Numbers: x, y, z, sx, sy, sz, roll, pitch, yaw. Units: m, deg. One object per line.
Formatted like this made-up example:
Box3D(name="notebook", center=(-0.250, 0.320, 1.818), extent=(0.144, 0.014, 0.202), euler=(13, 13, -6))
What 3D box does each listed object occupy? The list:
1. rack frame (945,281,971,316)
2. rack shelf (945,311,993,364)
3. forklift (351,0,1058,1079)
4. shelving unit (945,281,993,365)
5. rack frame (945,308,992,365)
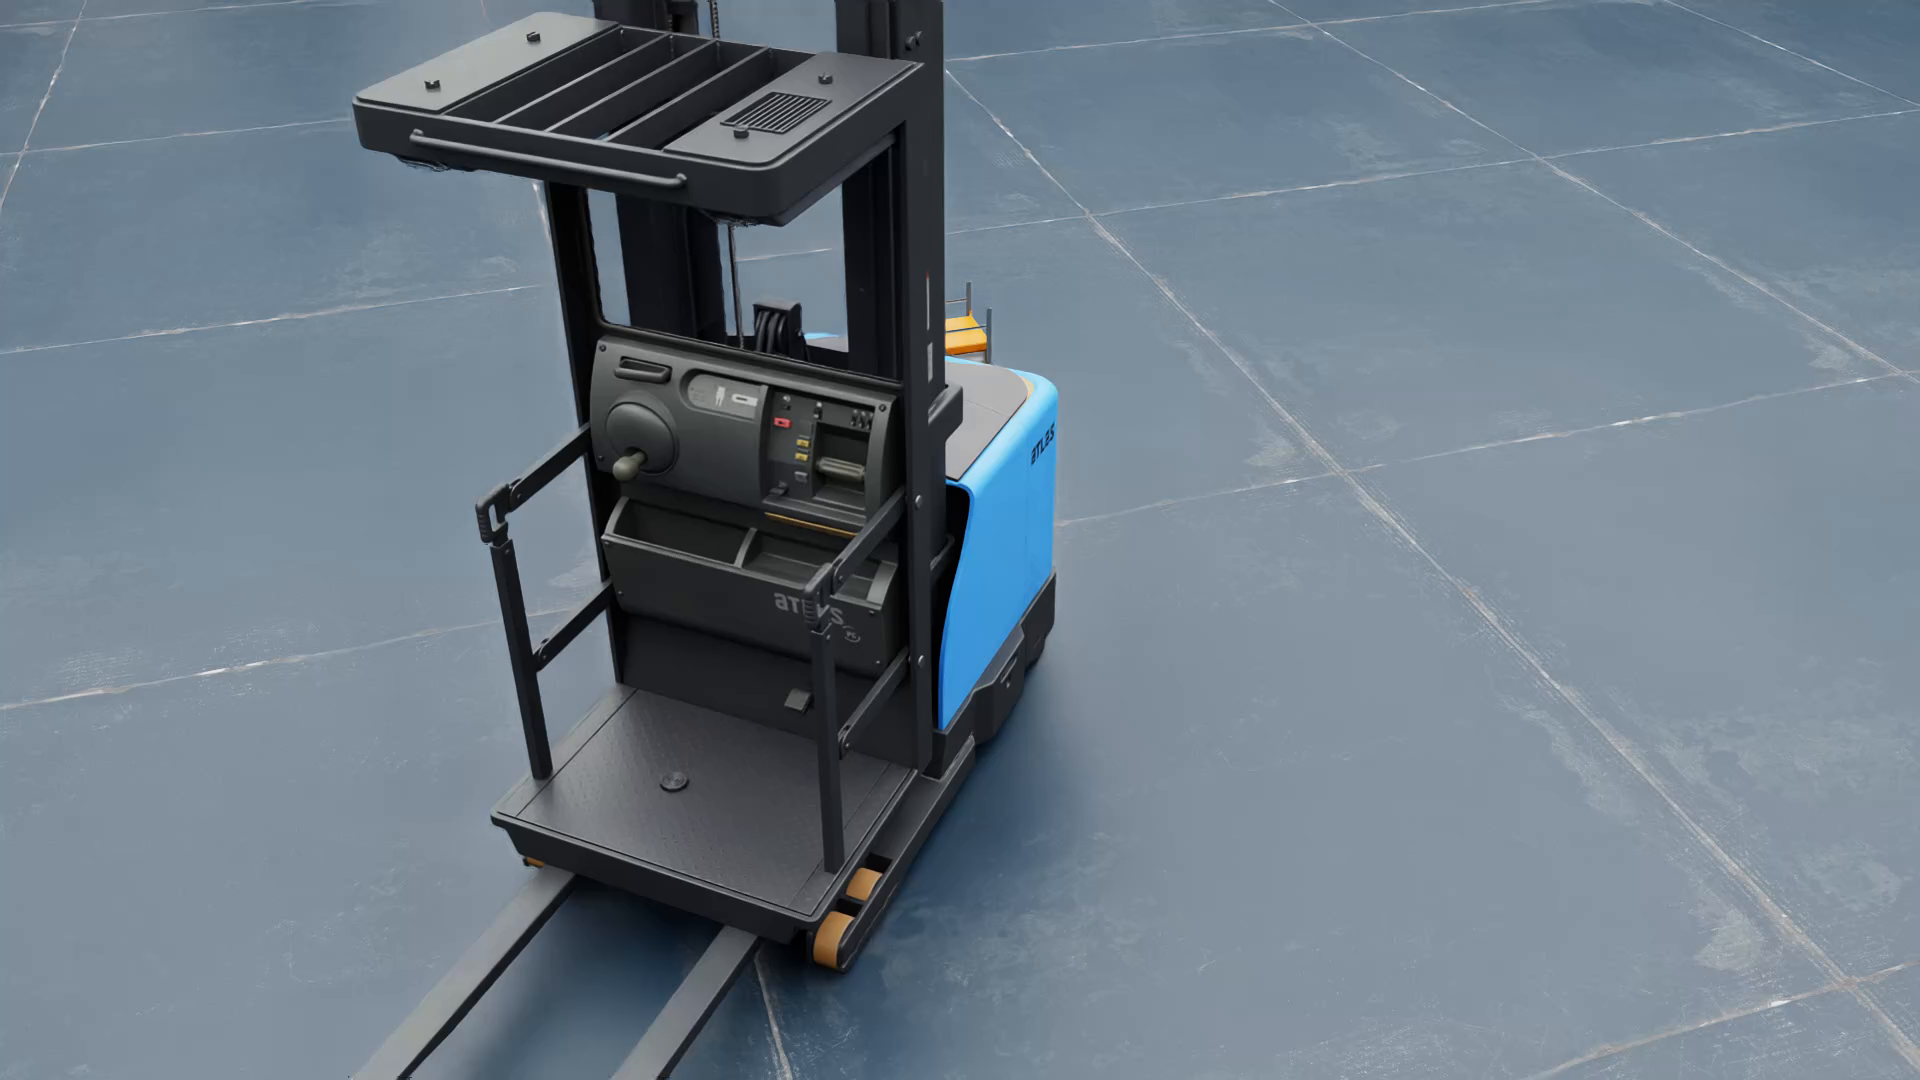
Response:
Box3D(name="rack frame", center=(-0.054, -0.530, 6.600), extent=(0.200, 1.050, 0.008), euler=(-10, 35, -15))
Box3D(name="rack shelf", center=(-0.016, -0.694, 6.352), extent=(0.215, 0.259, 0.240), euler=(-10, 35, -15))
Box3D(name="forklift", center=(-0.703, -0.241, 4.456), extent=(1.130, 2.935, 3.031), euler=(13, 36, 19))
Box3D(name="shelving unit", center=(-0.016, -0.466, 6.503), extent=(0.215, 1.050, 0.252), euler=(-10, 35, -15))
Box3D(name="rack frame", center=(0.021, -0.402, 6.406), extent=(0.200, 1.050, 0.008), euler=(-10, 35, -15))
